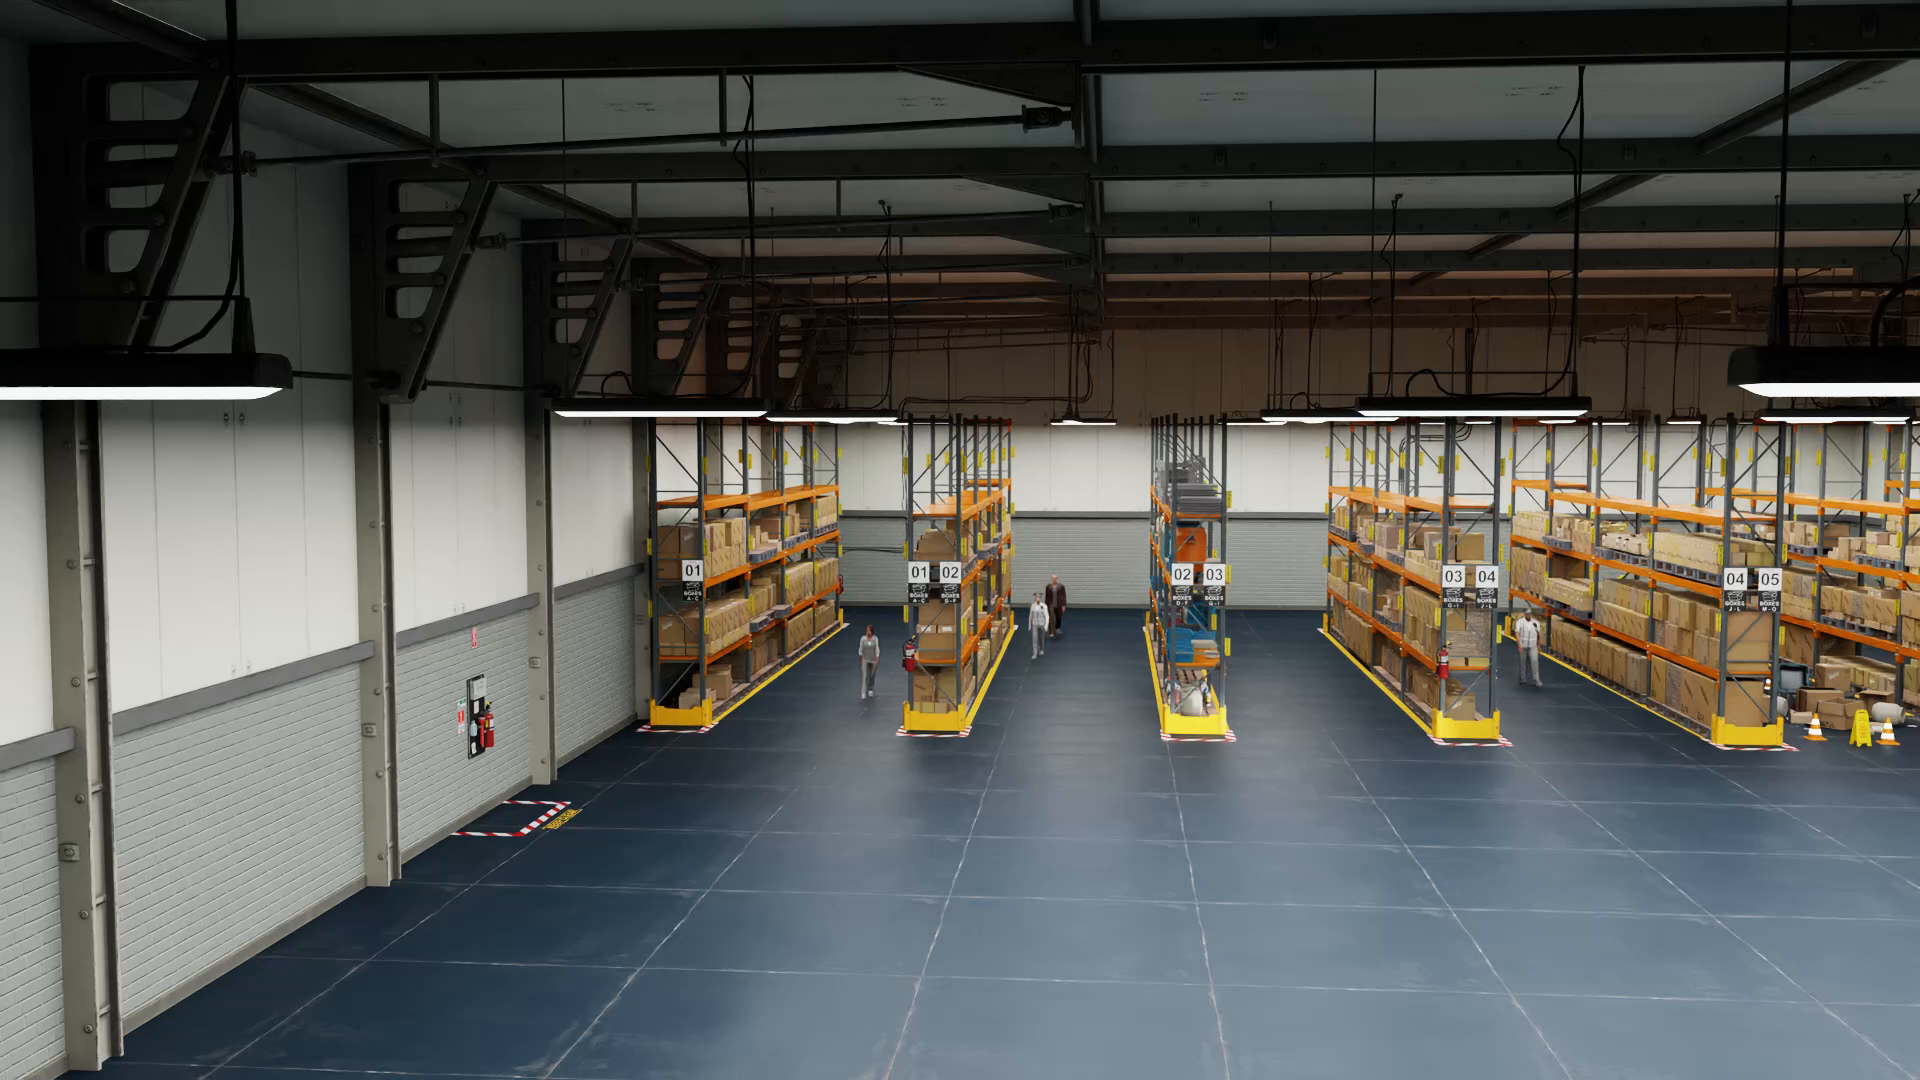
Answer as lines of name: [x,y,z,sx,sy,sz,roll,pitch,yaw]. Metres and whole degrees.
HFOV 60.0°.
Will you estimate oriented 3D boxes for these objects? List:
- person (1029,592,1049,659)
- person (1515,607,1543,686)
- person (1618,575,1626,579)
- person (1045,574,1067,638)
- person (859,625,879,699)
person: [1.960,2.106,41.359,0.525,1.618,1.042,0,4,6]
person: [12.658,2.346,37.007,0.578,1.718,0.962,1,4,12]
person: [17.802,1.839,44.643,0.616,1.766,0.467,-3,5,-35]
person: [2.619,1.788,45.526,0.585,1.728,1.081,0,4,2]
person: [-1.914,2.569,35.039,0.434,1.546,0.967,-1,4,-10]
